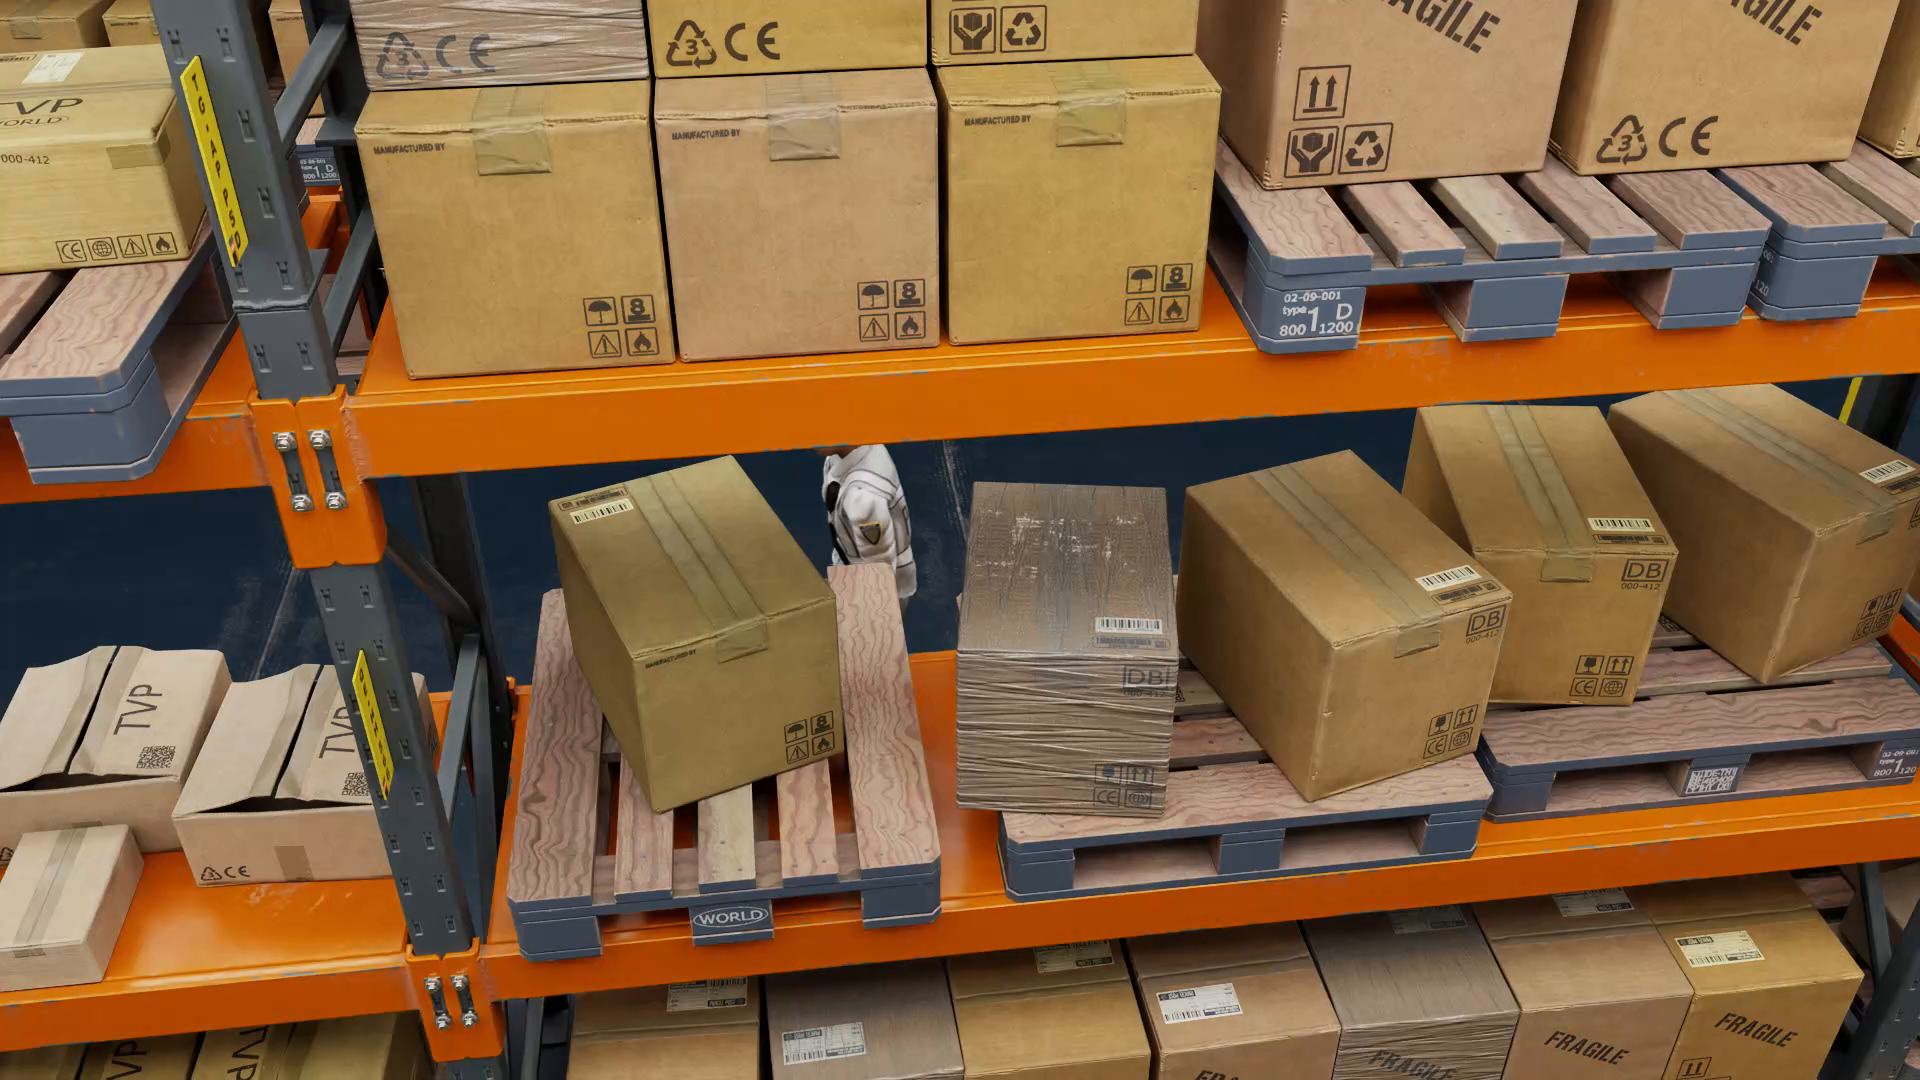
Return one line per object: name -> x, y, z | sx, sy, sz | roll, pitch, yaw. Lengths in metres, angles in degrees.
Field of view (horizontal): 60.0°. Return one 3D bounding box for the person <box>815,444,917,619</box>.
person -> -0.346, 0.166, 5.902 | 0.372, 1.666, 0.540 | -6, 35, -9
